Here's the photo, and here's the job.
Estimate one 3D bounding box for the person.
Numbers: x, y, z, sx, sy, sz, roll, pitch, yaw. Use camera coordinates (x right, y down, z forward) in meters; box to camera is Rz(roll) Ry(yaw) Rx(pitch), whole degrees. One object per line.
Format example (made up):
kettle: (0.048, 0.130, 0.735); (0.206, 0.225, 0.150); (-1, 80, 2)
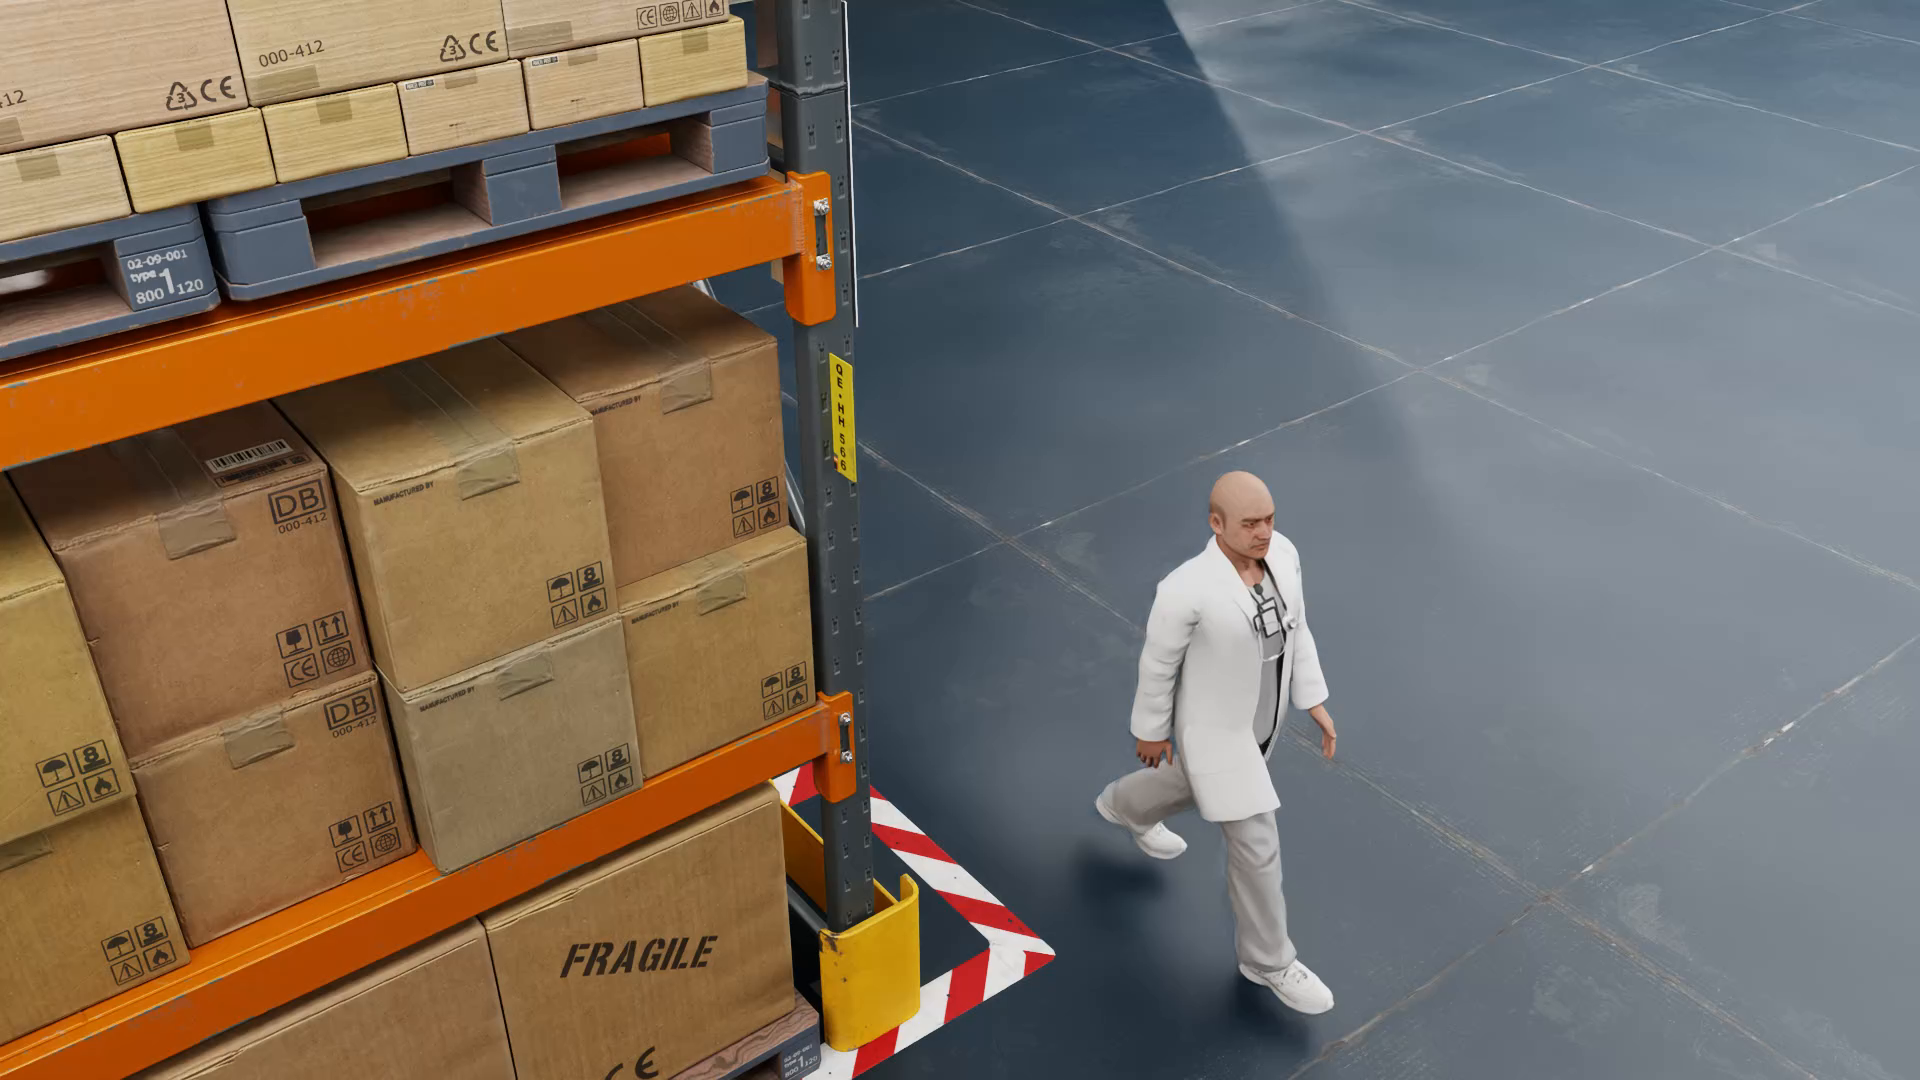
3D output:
person: (0.852, 0.596, 5.271); (0.563, 1.638, 1.141); (-27, 41, -36)
